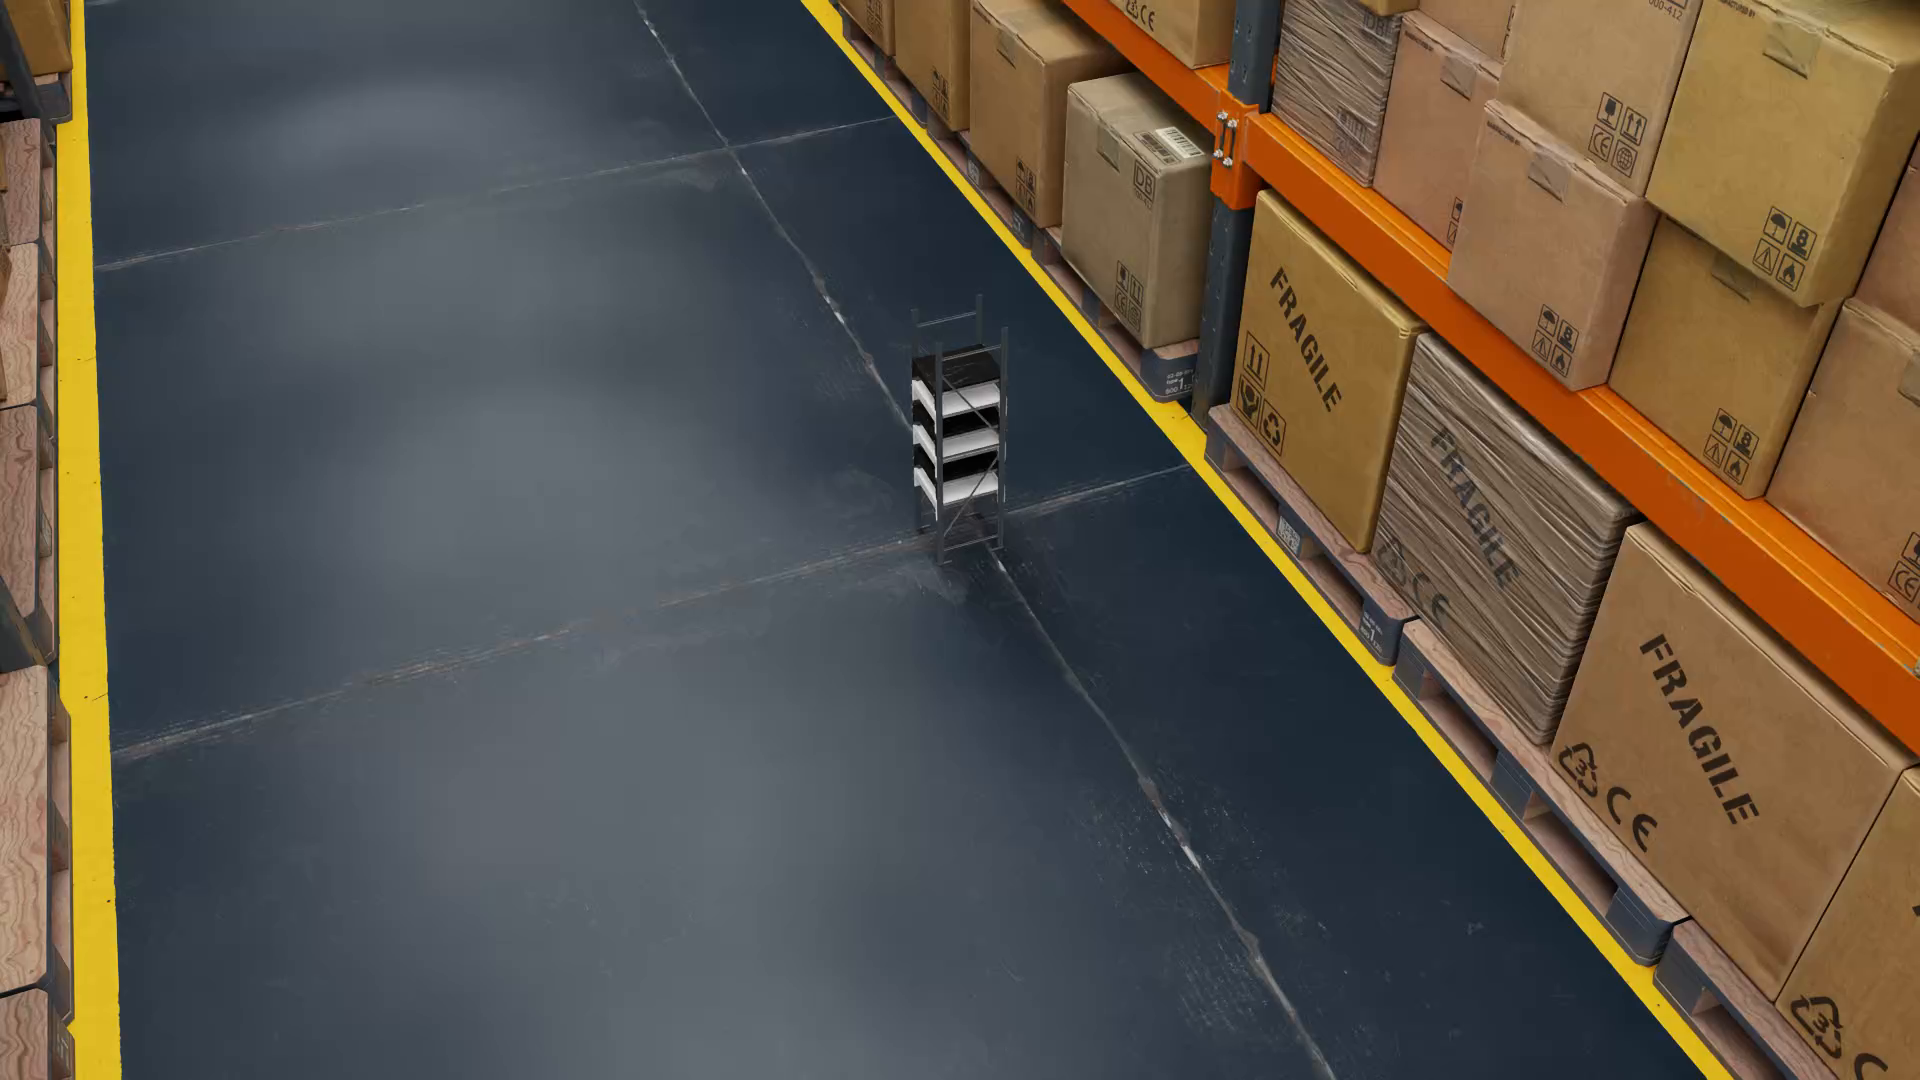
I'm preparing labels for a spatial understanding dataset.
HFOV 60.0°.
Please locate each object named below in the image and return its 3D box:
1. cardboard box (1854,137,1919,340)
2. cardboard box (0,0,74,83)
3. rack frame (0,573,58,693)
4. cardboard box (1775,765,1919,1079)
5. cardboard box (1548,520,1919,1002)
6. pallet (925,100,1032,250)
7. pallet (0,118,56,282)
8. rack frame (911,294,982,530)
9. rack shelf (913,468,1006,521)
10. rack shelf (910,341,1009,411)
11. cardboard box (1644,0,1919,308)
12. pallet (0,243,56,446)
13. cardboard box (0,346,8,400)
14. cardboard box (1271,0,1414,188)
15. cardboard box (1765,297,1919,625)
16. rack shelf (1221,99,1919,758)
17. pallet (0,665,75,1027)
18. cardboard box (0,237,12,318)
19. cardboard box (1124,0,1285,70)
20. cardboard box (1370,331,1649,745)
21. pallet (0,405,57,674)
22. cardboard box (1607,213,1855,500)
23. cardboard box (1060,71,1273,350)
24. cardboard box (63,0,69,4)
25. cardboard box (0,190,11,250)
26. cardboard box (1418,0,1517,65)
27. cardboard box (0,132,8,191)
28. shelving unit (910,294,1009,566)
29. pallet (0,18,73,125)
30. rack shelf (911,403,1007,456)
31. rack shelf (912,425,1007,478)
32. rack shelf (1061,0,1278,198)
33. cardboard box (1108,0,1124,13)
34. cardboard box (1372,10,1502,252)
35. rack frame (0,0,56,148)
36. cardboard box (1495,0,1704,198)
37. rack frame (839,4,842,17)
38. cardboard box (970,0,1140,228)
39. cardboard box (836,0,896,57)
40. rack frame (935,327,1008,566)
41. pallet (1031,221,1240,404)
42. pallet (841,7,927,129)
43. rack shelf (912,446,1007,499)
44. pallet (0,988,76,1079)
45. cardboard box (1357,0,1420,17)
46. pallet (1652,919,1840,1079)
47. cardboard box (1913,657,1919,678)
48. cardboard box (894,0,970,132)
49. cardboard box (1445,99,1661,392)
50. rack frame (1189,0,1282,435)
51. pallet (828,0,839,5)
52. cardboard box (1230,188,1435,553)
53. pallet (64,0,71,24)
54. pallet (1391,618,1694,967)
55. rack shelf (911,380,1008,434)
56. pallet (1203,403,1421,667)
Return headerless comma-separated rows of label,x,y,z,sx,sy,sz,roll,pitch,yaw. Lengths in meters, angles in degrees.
cardboard box,2.394,-0.662,3.276,0.875,0.550,0.550,-15,43,-17
cardboard box,-5.042,-2.700,7.897,1.225,0.875,0.875,-17,44,-19
rack frame,-3.267,-0.516,4.049,1.000,3.000,0.127,-15,43,-17
cardboard box,2.564,0.972,3.627,0.875,0.875,0.875,-15,43,-17
cardboard box,2.226,0.442,4.243,0.875,0.875,0.875,-16,43,-18
pallet,0.519,-1.817,7.701,1.003,0.211,1.213,-15,43,-17
pallet,-4.500,-1.397,7.213,1.003,0.211,1.213,-15,43,-17
rack frame,-0.042,-0.407,5.534,0.240,0.900,0.006,-15,43,-17
rack shelf,-0.003,-0.184,5.601,0.258,0.077,0.200,-15,43,-17
rack shelf,-0.003,-0.526,5.308,0.258,0.077,0.200,-15,43,-17
cardboard box,2.071,-0.949,3.609,0.875,0.550,0.500,-15,43,-17
pallet,-4.037,-0.663,6.359,1.003,0.211,1.213,-15,43,-17
cardboard box,-3.862,-0.739,5.888,0.700,0.500,0.500,-19,44,-20
cardboard box,1.506,-1.530,5.113,0.875,0.550,0.550,-15,43,-17
cardboard box,2.372,-0.246,3.621,0.875,0.550,0.550,-15,43,-17
rack shelf,2.119,-0.215,4.251,1.077,0.370,4.000,-15,43,-17
pallet,-2.977,0.937,4.498,1.003,0.211,1.213,-15,43,-17
cardboard box,-4.075,-1.075,6.279,0.700,0.500,0.500,-12,42,-13
cardboard box,0.908,-1.978,5.673,0.500,0.500,0.500,-15,43,-17
cardboard box,1.879,-0.107,4.882,0.875,0.875,0.875,-15,43,-17
pallet,-3.566,0.073,5.503,1.003,0.211,1.213,-15,43,-17
cardboard box,2.131,-0.555,3.980,0.875,0.550,0.500,-15,43,-17
cardboard box,1.034,-1.350,6.423,1.050,0.750,0.750,-15,43,-17
cardboard box,-5.376,-3.239,8.523,1.225,0.875,0.875,-15,43,-17
cardboard box,-4.299,-1.415,6.674,0.700,0.500,0.500,-19,44,-20
cardboard box,1.781,-1.625,4.396,0.875,0.550,0.550,-15,43,-17
cardboard box,-4.523,-1.746,7.059,0.700,0.500,0.500,-17,44,-19
shelving unit,-0.003,-0.346,5.462,0.258,0.900,0.210,-15,43,-17
pallet,-5.030,-2.362,8.335,1.003,0.211,1.213,-15,43,-17
rack shelf,-0.003,-0.389,5.425,0.258,0.077,0.200,-15,43,-17
rack shelf,-0.003,-0.321,5.484,0.258,0.077,0.200,-15,43,-17
rack shelf,0.589,-2.624,7.053,1.077,0.370,4.000,-15,43,-17
cardboard box,0.714,-2.282,6.027,0.500,0.500,0.500,-16,43,-17
cardboard box,1.738,-1.204,4.735,0.875,0.550,0.550,-15,43,-17
rack frame,-4.797,-2.925,6.851,1.000,3.000,0.127,-15,43,-17
cardboard box,1.861,-1.266,3.978,0.875,0.550,0.550,-15,43,-17
rack frame,-0.176,-4.102,8.219,1.000,3.000,0.127,-15,43,-17
cardboard box,0.668,-1.932,7.099,1.050,0.750,0.750,-15,43,-17
cardboard box,-0.026,-3.019,8.363,1.050,0.750,0.750,-16,43,-17
rack frame,0.036,-0.285,5.391,0.240,0.900,0.006,-15,43,-17
pallet,0.989,-1.081,6.845,1.003,0.211,1.213,-15,43,-17
pallet,0.056,-2.551,8.554,1.003,0.211,1.213,-15,43,-17
rack shelf,-0.003,-0.253,5.543,0.258,0.077,0.200,-15,43,-17
pallet,-2.507,1.673,3.642,1.003,0.211,1.213,-15,43,-17
cardboard box,1.464,-1.928,4.748,0.875,0.550,0.550,-15,43,-17
pallet,2.506,1.313,4.062,1.003,0.211,1.213,-15,43,-17
cardboard box,2.470,0.122,3.192,0.875,0.550,0.550,-15,43,-17
cardboard box,0.311,-2.493,7.752,1.050,0.750,0.750,-14,43,-16
cardboard box,1.836,-0.850,4.322,0.875,0.550,0.550,-15,43,-17
rack frame,1.354,-1.692,5.417,1.000,3.000,0.127,-15,43,-17
pallet,-0.474,-3.516,9.676,1.003,0.211,1.213,-15,43,-17
cardboard box,1.530,-0.650,5.512,0.875,0.875,0.875,-14,43,-16
pallet,-5.492,-3.096,9.188,1.003,0.211,1.213,-15,43,-17
pallet,2.044,0.579,4.915,1.003,0.211,1.213,-15,43,-17
rack shelf,-0.003,-0.457,5.367,0.258,0.077,0.200,-15,43,-17
pallet,1.573,-0.157,5.771,1.003,0.211,1.213,-15,43,-17
